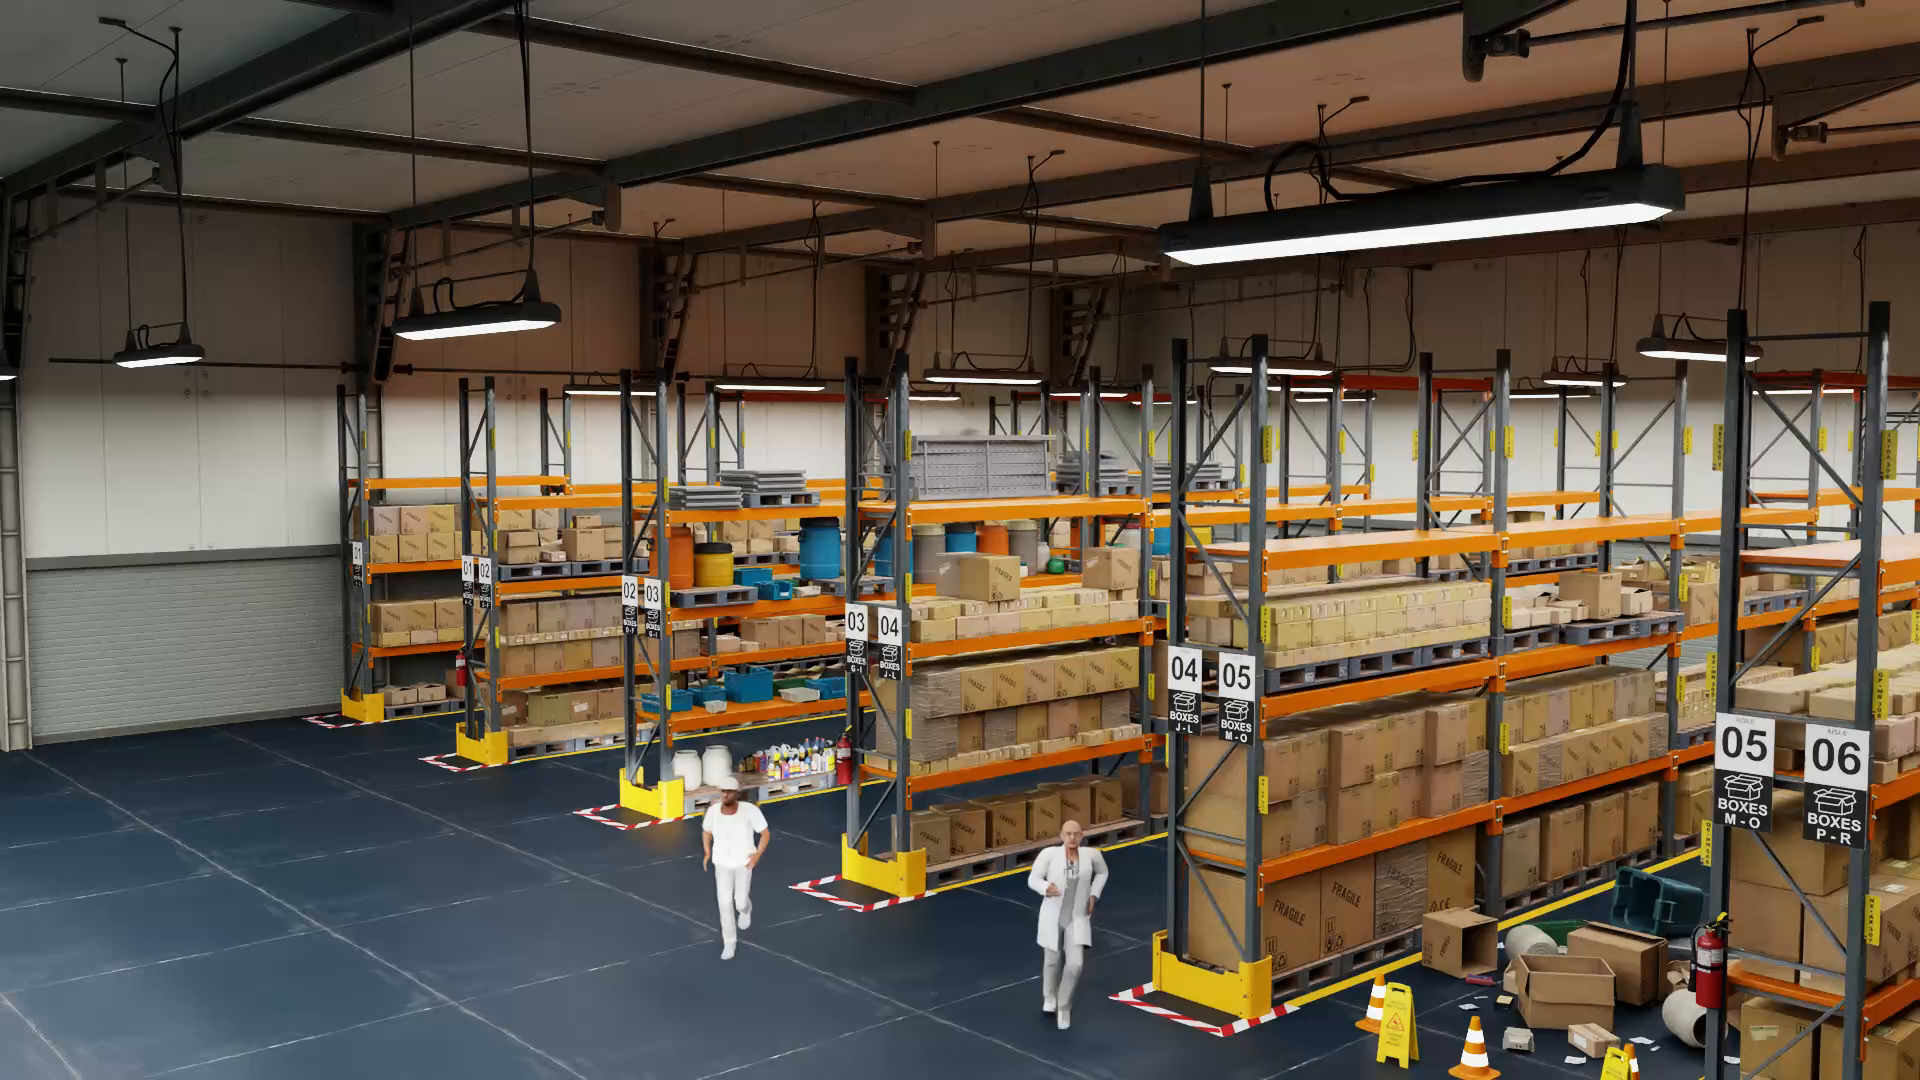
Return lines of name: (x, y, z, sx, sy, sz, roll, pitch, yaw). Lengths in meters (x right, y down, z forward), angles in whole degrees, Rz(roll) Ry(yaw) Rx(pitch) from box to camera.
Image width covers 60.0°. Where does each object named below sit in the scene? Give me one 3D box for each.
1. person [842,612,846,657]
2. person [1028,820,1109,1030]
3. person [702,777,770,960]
person: (-2.167, 1.871, 33.426, 0.552, 1.670, 0.624, 3, 5, 34)
person: (0.945, 3.347, 14.490, 0.709, 1.833, 0.798, 0, 4, 4)
person: (-2.228, 3.212, 16.578, 0.704, 1.770, 0.760, 0, 4, 6)
